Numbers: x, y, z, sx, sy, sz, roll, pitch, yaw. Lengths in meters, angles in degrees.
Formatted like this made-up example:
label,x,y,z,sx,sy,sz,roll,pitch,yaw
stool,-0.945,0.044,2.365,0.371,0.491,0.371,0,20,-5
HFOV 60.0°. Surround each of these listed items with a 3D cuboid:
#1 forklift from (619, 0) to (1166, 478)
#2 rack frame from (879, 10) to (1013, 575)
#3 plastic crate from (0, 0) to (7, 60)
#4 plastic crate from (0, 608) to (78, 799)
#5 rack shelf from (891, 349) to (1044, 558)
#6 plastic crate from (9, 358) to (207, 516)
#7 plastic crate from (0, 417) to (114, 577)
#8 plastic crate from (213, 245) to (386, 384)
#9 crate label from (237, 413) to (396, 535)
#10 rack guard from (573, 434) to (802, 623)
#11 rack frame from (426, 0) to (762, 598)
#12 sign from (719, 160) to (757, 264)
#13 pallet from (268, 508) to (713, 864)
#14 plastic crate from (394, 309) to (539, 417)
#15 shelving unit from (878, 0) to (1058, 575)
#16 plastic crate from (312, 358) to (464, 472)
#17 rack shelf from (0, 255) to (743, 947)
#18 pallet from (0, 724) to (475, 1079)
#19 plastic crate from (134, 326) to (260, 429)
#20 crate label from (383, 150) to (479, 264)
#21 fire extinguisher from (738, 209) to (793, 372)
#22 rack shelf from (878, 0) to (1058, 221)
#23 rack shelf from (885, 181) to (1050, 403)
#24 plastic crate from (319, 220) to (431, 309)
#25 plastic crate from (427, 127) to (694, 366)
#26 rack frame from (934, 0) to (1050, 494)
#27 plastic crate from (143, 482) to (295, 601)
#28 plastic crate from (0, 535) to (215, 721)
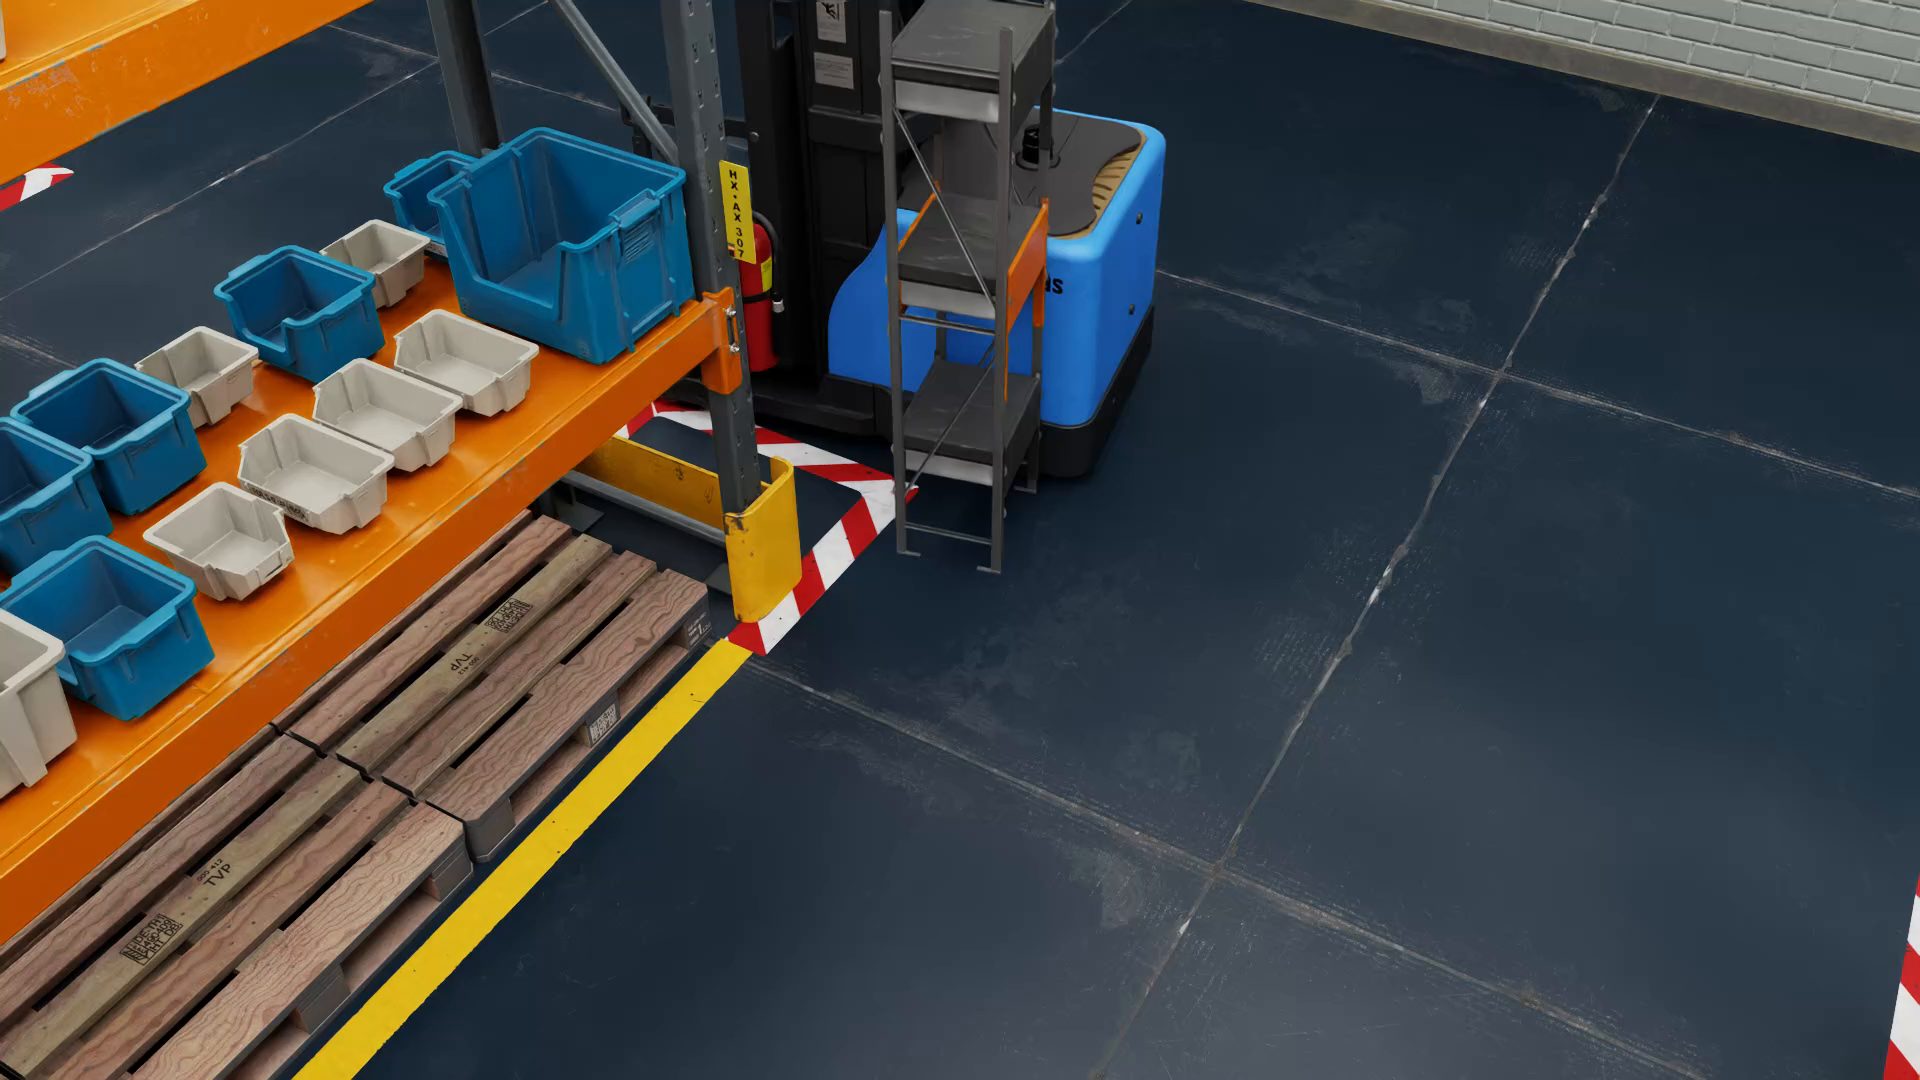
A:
label,x,y,z,sx,sy,sz,roll,pitch,yaw
forklift,-0.758,-1.941,6.237,3.031,2.935,1.130,14,43,15
rack frame,-0.042,-0.702,5.459,0.400,2.100,0.015,12,43,13
plastic crate,-1.966,-0.850,2.876,0.437,0.136,0.530,21,45,22
plastic crate,-2.225,0.410,3.559,0.437,0.282,0.530,21,45,22
rack shelf,0.031,-0.320,6.105,0.431,0.518,0.480,12,43,13
plastic crate,-2.215,-0.262,4.359,0.416,0.233,0.300,21,45,22
plastic crate,-2.365,-0.090,4.164,0.416,0.233,0.300,21,45,22
plastic crate,-1.885,-0.639,4.787,0.416,0.233,0.300,21,45,22
crate label,-1.674,-0.156,4.312,0.396,0.136,0.243,21,45,22
rack guard,-1.146,-0.168,6.062,1.175,0.500,0.348,21,45,22
rack frame,-1.147,-1.088,5.216,1.000,3.000,0.127,21,45,22
sign,-0.663,-0.977,4.966,0.100,0.325,0.005,21,45,22
pallet,-1.593,0.418,5.616,1.003,0.211,1.213,21,45,22
plastic crate,-1.398,-0.485,4.685,0.396,0.136,0.243,21,45,22
shelving unit,0.031,-0.856,5.633,0.431,2.100,0.503,12,43,13
plastic crate,-1.556,-0.324,4.502,0.396,0.136,0.243,21,45,22
rack shelf,-2.148,0.326,4.154,1.077,0.370,4.000,21,45,22
pallet,-2.205,1.113,4.826,1.003,0.211,1.213,21,45,22
plastic crate,-2.127,-0.435,4.628,0.250,0.136,0.298,21,45,22
crate label,-1.556,-1.015,5.214,0.416,0.233,0.303,21,45,22
fire extinguisher,-0.678,-0.855,5.292,0.296,0.674,0.183,21,45,22
rack shelf,0.031,-1.371,5.180,0.431,0.518,0.480,12,43,13
rack shelf,0.031,-0.846,5.642,0.431,0.518,0.480,12,43,13
plastic crate,-1.788,-0.823,5.069,0.250,0.136,0.298,21,45,22
plastic crate,-1.153,-0.870,4.897,0.616,0.435,0.499,21,45,22
rack frame,0.104,-1.010,5.808,0.400,2.100,0.015,12,43,13
plastic crate,-1.806,0.019,4.113,0.298,0.136,0.250,21,45,22
plastic crate,-1.953,0.212,3.821,0.416,0.233,0.300,21,45,22
